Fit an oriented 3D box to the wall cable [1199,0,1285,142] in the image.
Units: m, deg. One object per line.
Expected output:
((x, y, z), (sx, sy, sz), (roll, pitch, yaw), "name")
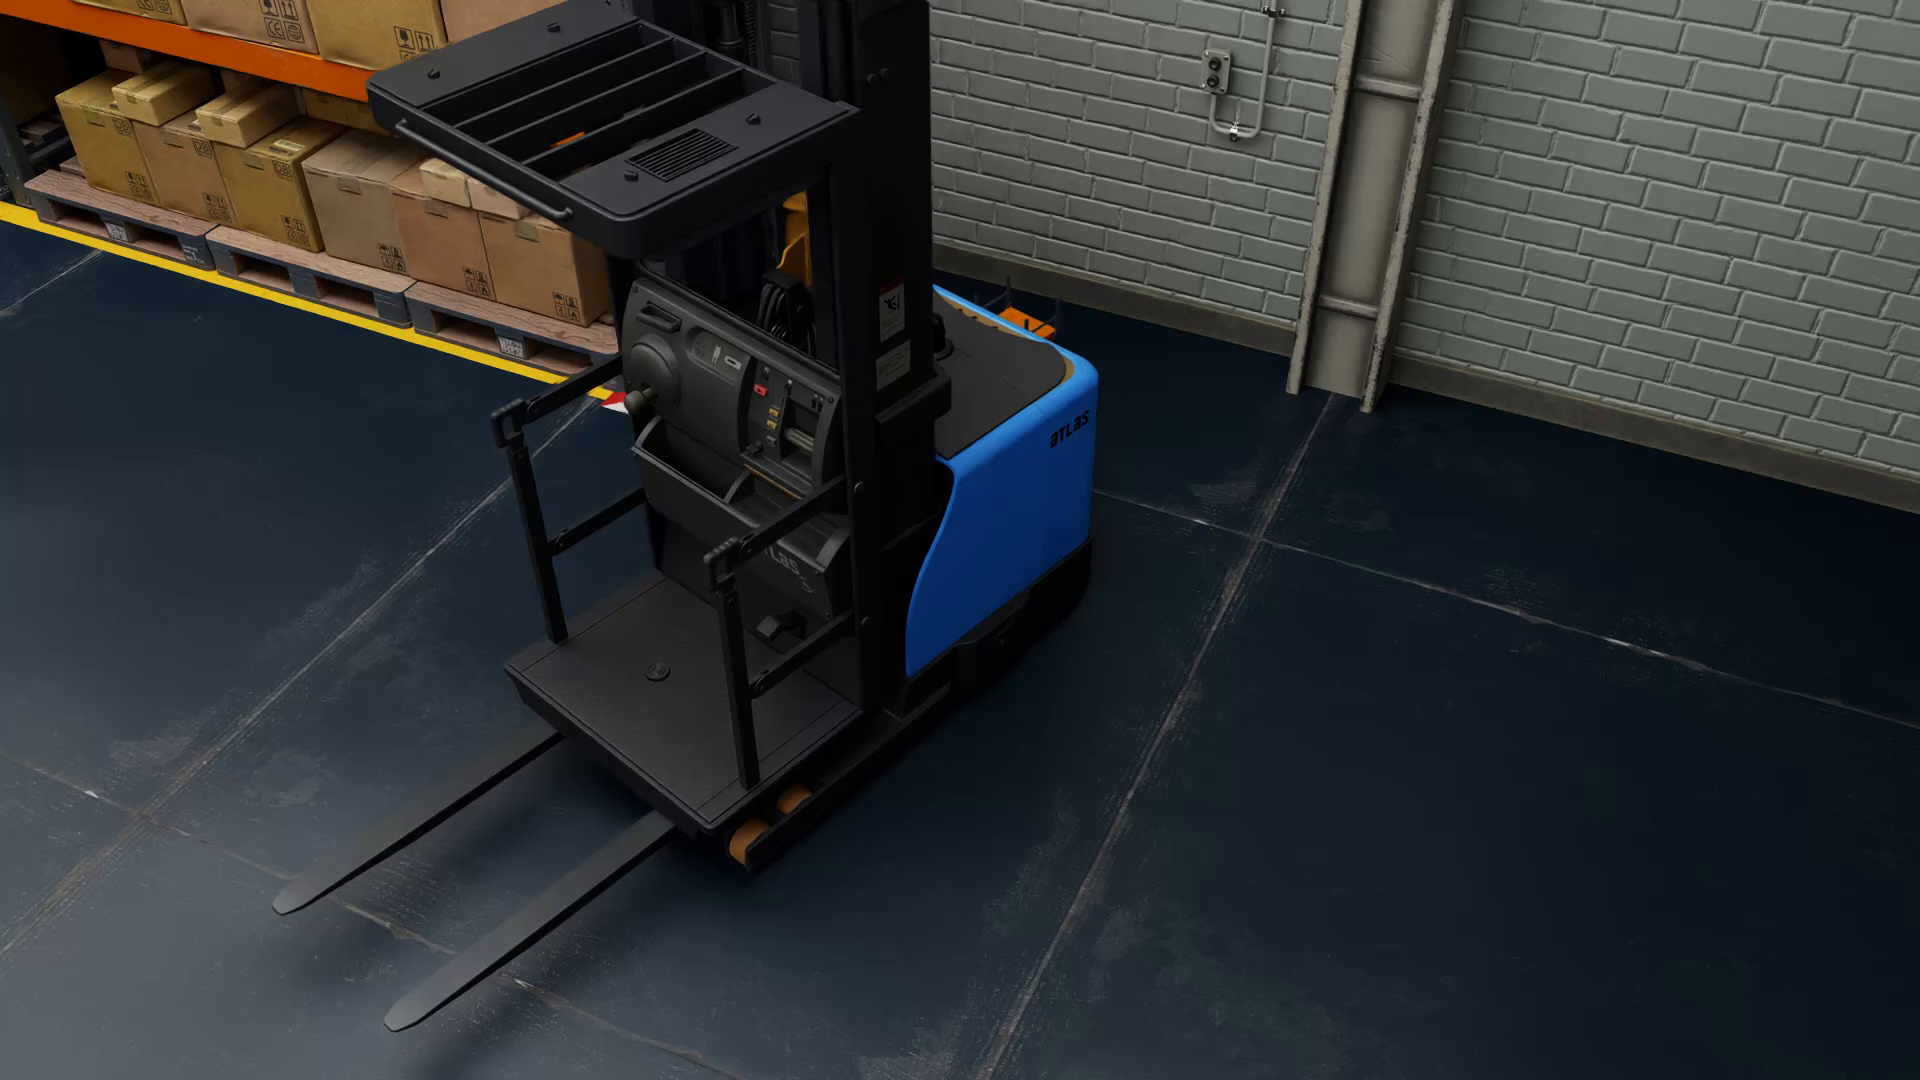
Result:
((0.465, -2.667, 6.761), (1.851, 1.984, 0.084), (17, 44, 19), "wall cable")

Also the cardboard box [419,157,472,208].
((-2.197, -1.667, 7.476), (0.250, 0.149, 0.380), (18, 44, 20), "cardboard box")

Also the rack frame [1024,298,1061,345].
((0.303, -0.453, 6.471), (0.008, 1.050, 0.200), (31, 49, 30), "rack frame")

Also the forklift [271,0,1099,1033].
((-0.858, -0.404, 4.978), (1.130, 2.935, 3.031), (31, 49, 30), "forklift")

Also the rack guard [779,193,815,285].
((-1.073, -1.125, 7.666), (0.348, 0.500, 1.175), (17, 44, 19), "rack guard")

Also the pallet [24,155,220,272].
((-4.064, -1.873, 8.750), (1.213, 0.211, 1.003), (17, 44, 19), "pallet")

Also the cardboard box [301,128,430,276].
((-2.681, -1.702, 8.011), (0.500, 0.500, 0.700), (16, 43, 17), "cardboard box")

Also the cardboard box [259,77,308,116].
((-3.187, -2.245, 8.143), (0.250, 0.149, 0.380), (17, 44, 19), "cardboard box")

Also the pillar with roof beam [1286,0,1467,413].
((-0.102, -1.553, 1.672), (0.400, 9.000, 9.100), (17, 44, 19), "pillar with roof beam")

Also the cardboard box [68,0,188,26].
((-3.576, -2.932, 7.613), (0.700, 0.700, 0.980), (16, 43, 18), "cardboard box")

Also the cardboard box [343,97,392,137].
((-2.723, -2.104, 7.980), (0.250, 0.149, 0.380), (17, 44, 19), "cardboard box")

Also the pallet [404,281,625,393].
((-1.853, -1.197, 7.970), (1.213, 0.211, 1.003), (17, 44, 19), "pallet")

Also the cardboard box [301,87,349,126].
((-2.953, -2.174, 8.061), (0.250, 0.149, 0.380), (16, 43, 18), "cardboard box")

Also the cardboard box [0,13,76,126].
((-5.364, -2.633, 8.818), (0.750, 0.750, 0.750), (17, 44, 19), "cardboard box")

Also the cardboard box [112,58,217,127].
((-3.852, -2.172, 8.058), (0.250, 0.149, 0.380), (18, 44, 20), "cardboard box")

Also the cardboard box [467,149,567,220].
((-1.965, -1.597, 7.395), (0.250, 0.149, 0.380), (16, 44, 18), "cardboard box")

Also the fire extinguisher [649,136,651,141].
((-1.153, -1.590, 6.638), (0.183, 0.674, 0.296), (17, 44, 19), "fire extinguisher")

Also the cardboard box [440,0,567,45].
((-1.561, -2.325, 6.913), (0.700, 0.700, 0.980), (19, 44, 21), "cardboard box")

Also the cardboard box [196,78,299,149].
((-3.379, -2.027, 7.891), (0.250, 0.149, 0.380), (16, 43, 17), "cardboard box")

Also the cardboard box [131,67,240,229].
((-3.632, -1.989, 8.342), (0.500, 0.500, 0.700), (17, 44, 18), "cardboard box")

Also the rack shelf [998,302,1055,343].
((0.213, -0.713, 6.354), (0.240, 0.259, 0.215), (31, 49, 30), "rack shelf")

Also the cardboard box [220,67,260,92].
((-3.415, -2.316, 8.224), (0.250, 0.149, 0.380), (16, 43, 17), "cardboard box")

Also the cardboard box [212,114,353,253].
((-3.167, -1.845, 8.177), (0.500, 0.500, 0.700), (18, 44, 20), "cardboard box")

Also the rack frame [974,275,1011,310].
((0.123, -0.560, 6.595), (0.008, 1.050, 0.200), (31, 49, 30), "rack frame")

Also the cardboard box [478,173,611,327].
((-1.771, -1.424, 7.691), (0.500, 0.500, 0.700), (17, 44, 19), "cardboard box")

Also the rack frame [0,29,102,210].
((-4.720, -3.184, 8.133), (0.127, 3.000, 1.000), (17, 44, 19), "rack frame")

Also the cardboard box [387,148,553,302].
((-2.225, -1.563, 7.851), (0.500, 0.500, 0.700), (17, 44, 19), "cardboard box")

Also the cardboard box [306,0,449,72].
((-2.225, -2.519, 7.137), (0.700, 0.700, 0.980), (17, 44, 18), "cardboard box")

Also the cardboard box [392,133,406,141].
((-2.491, -2.033, 7.898), (0.250, 0.149, 0.380), (18, 44, 19), "cardboard box")

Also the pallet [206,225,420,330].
((-2.954, -1.536, 8.361), (1.213, 0.211, 1.003), (17, 44, 19), "pallet")

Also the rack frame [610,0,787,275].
((-1.095, -2.076, 6.855), (0.127, 3.000, 1.000), (17, 44, 19), "rack frame")

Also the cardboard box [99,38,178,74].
((-4.133, -2.533, 8.475), (0.250, 0.149, 0.380), (17, 44, 18), "cardboard box")

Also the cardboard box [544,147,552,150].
((-2.033, -1.893, 7.737), (0.250, 0.149, 0.380), (17, 44, 19), "cardboard box")

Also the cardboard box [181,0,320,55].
((-2.912, -2.736, 7.387), (0.700, 0.700, 0.980), (15, 43, 17), "cardboard box")

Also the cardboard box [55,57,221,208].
((-4.085, -2.130, 8.505), (0.500, 0.500, 0.700), (18, 44, 19), "cardboard box")

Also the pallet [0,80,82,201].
((-5.451, -2.299, 9.241), (1.213, 0.211, 1.003), (17, 44, 19), "pallet")

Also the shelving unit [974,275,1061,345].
((0.213, -0.507, 6.533), (0.252, 1.050, 0.215), (31, 49, 30), "shelving unit")

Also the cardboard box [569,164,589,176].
((-1.574, -1.754, 7.576), (0.250, 0.149, 0.380), (17, 44, 19), "cardboard box")

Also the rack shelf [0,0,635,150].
((-2.907, -2.358, 7.729), (4.000, 0.370, 1.077), (17, 44, 19), "rack shelf")
